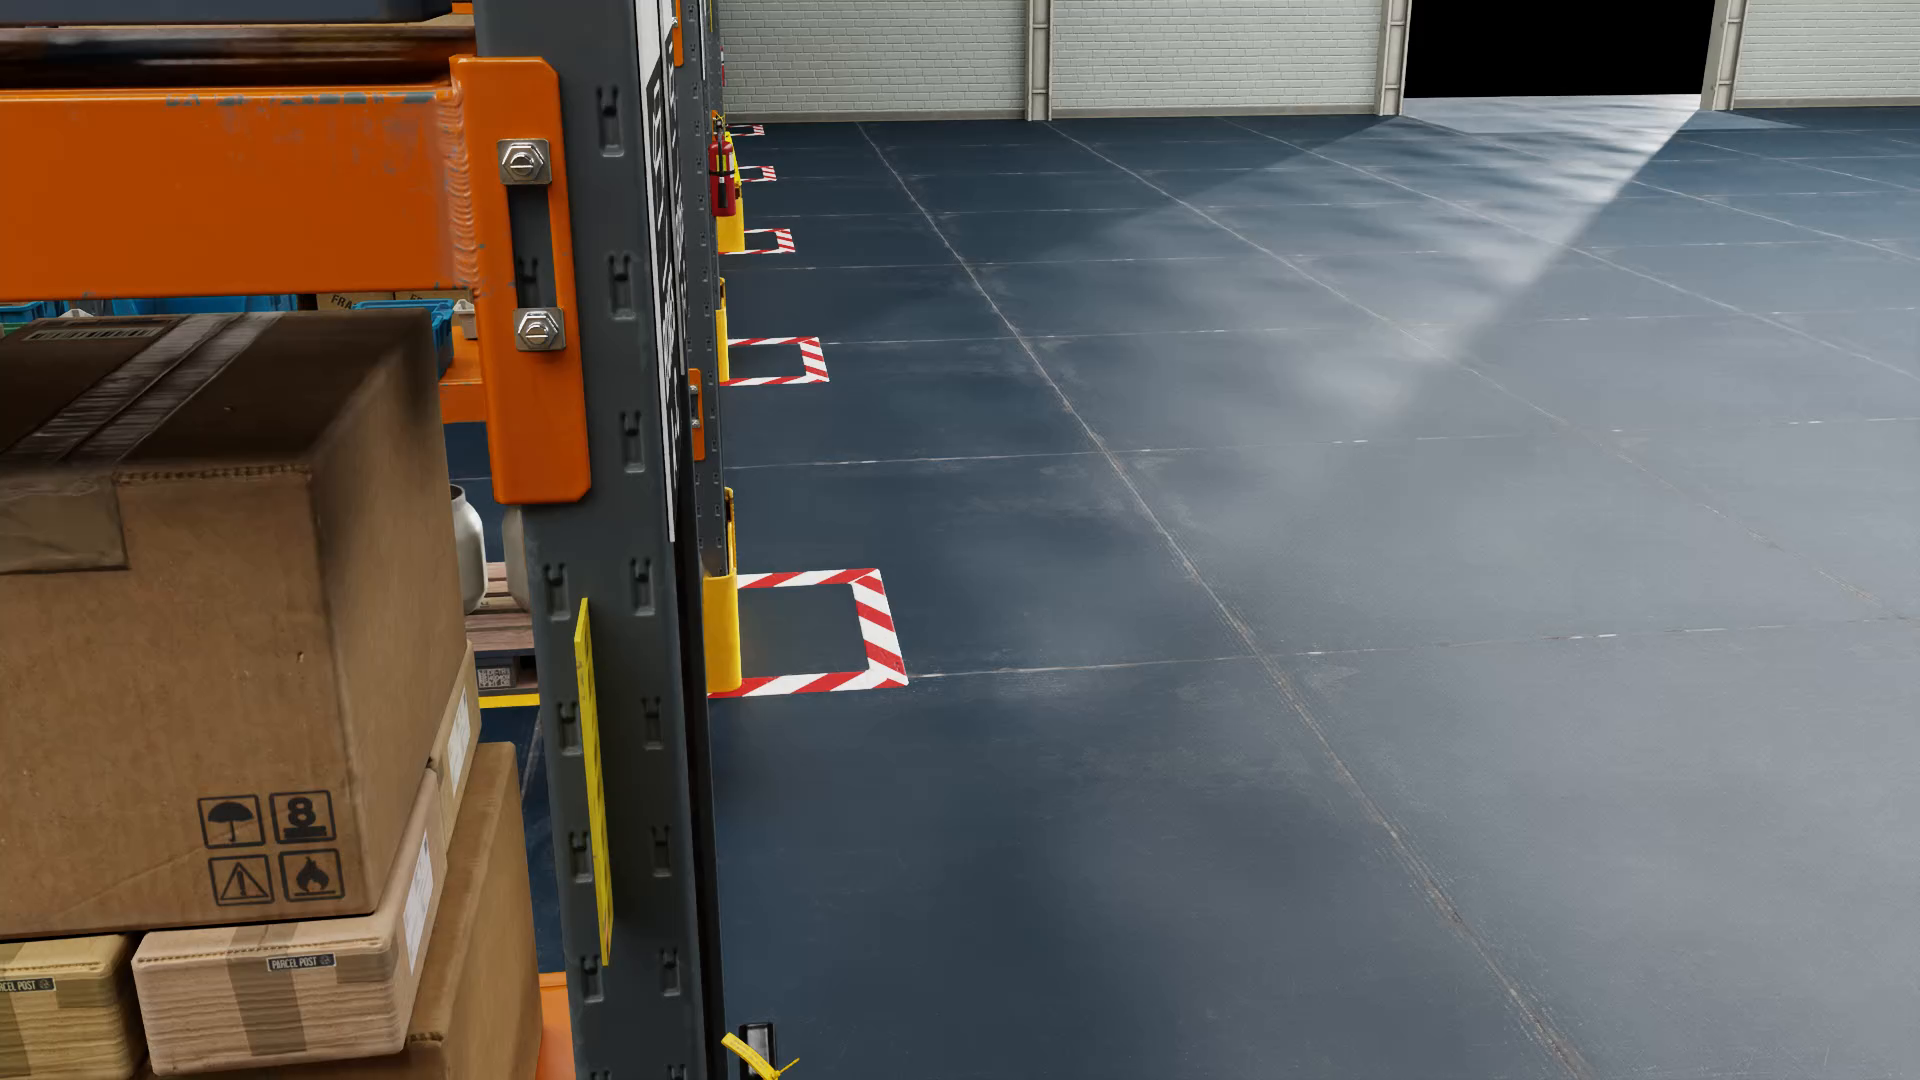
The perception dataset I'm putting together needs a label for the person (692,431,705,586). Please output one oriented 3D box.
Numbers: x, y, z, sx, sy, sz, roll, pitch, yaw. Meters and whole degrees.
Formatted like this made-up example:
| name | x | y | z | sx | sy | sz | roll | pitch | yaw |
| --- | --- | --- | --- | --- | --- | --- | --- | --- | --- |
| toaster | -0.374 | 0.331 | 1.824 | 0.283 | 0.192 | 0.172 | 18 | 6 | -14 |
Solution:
| name | x | y | z | sx | sy | sz | roll | pitch | yaw |
| --- | --- | --- | --- | --- | --- | --- | --- | --- | --- |
| person | -1.137 | 0.145 | 5.701 | 0.515 | 1.651 | 0.451 | 4 | 21 | 12 |
